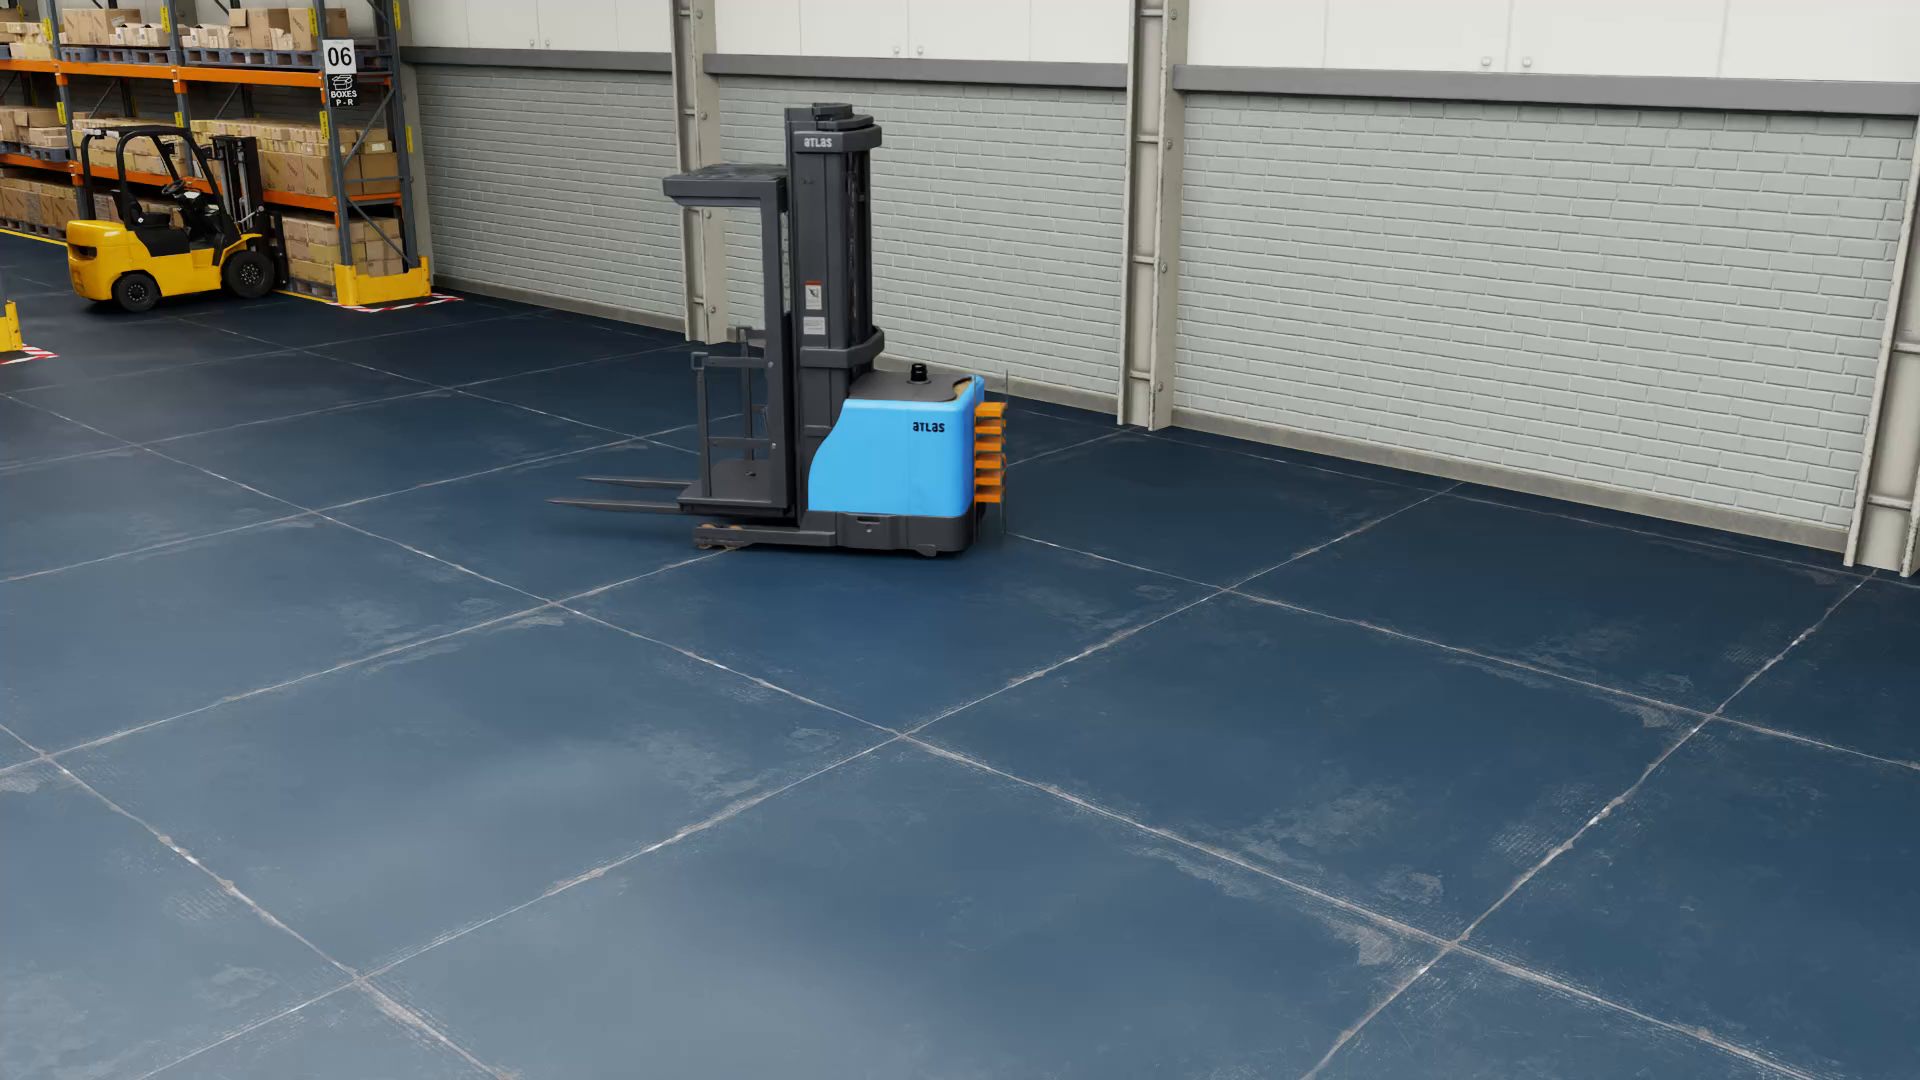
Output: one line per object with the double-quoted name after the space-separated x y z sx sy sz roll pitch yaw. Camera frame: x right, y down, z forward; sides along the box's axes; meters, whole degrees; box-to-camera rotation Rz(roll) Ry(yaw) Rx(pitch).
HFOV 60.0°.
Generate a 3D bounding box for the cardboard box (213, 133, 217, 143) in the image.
-9.919 -5.469 22.649 0.250 0.149 0.380 15 23 39 "cardboard box"

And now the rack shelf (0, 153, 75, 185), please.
-14.879 -6.196 27.364 4.000 0.370 1.077 15 23 39 "rack shelf"

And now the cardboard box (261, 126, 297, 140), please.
-8.829 -5.287 21.583 0.250 0.149 0.380 16 23 40 "cardboard box"

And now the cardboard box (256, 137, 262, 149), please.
-9.184 -5.252 21.964 0.250 0.149 0.380 14 23 38 "cardboard box"

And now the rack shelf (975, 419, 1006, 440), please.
0.210 -0.753 11.354 0.180 0.103 0.258 3 18 9 "rack shelf"

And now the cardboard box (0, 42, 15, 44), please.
-16.564 -8.606 28.568 0.500 0.250 0.500 14 23 38 "cardboard box"

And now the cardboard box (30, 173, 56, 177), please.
-15.708 -6.198 28.547 0.250 0.149 0.380 15 23 39 "cardboard box"

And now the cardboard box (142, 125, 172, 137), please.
-11.586 -5.907 24.029 0.250 0.149 0.380 14 23 38 "cardboard box"

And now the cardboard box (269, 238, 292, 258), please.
-8.739 -3.887 21.927 0.500 0.250 0.500 14 23 38 "cardboard box"

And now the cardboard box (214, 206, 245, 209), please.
-9.862 -4.427 22.800 0.500 0.250 0.500 15 23 39 "cardboard box"

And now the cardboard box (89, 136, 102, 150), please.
-12.840 -6.058 25.164 0.500 0.250 0.500 16 24 41 "cardboard box"

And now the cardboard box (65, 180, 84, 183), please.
-14.569 -5.878 27.539 0.250 0.149 0.380 15 23 40 "cardboard box"

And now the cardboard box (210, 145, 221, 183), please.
-9.832 -5.132 22.660 0.500 0.500 0.500 16 23 40 "cardboard box"

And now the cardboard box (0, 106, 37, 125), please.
-15.774 -6.936 27.649 0.500 0.500 0.700 15 23 40 "cardboard box"

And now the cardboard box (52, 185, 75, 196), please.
-14.313 -5.607 26.687 0.250 0.149 0.380 14 22 37 "cardboard box"

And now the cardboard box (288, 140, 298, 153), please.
-8.387 -5.056 21.348 0.250 0.149 0.380 15 23 39 "cardboard box"

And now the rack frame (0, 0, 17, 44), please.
-16.375 -9.799 27.613 0.127 3.000 1.000 15 23 39 "rack frame"

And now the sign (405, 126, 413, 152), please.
-7.027 -5.105 21.177 0.005 0.325 0.100 15 23 39 "sign"

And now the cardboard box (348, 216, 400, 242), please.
-7.633 -4.036 21.569 0.500 0.250 0.500 15 23 38 "cardboard box"

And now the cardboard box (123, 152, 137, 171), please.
-12.064 -5.612 24.586 0.500 0.250 0.500 16 24 41 "cardboard box"

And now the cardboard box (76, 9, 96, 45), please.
-12.559 -7.583 24.562 0.500 0.500 0.700 14 23 38 "cardboard box"

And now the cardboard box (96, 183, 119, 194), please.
-13.747 -5.689 26.946 0.250 0.149 0.380 16 24 41 "cardboard box"

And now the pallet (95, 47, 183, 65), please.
-11.978 -7.137 24.494 1.213 0.211 1.003 16 24 42 "pallet"

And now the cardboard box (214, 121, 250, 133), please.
-9.898 -5.620 22.632 0.250 0.149 0.380 14 23 38 "cardboard box"

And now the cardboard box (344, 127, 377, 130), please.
-7.666 -5.212 21.348 0.250 0.149 0.380 16 24 41 "cardboard box"

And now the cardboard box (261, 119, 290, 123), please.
-9.356 -5.691 22.854 0.250 0.149 0.380 14 23 38 "cardboard box"

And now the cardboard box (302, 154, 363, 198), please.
-7.942 -4.618 21.038 0.500 0.500 0.500 14 23 38 "cardboard box"

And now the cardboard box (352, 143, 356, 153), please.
-7.708 -5.049 21.326 0.250 0.149 0.380 15 23 39 "cardboard box"

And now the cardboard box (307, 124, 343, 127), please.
-8.409 -5.430 22.034 0.250 0.149 0.380 14 23 38 "cardboard box"

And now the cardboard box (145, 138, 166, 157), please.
-11.318 -5.643 23.855 0.500 0.250 0.500 14 23 38 "cardboard box"

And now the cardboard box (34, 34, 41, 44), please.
-14.169 -7.817 25.914 0.250 0.149 0.380 16 23 40 "cardboard box"

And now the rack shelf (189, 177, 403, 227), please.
-8.895 -4.589 22.303 4.000 0.370 1.077 15 23 39 "rack shelf"

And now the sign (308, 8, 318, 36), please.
-7.770 -6.225 19.975 0.005 0.325 0.100 15 23 39 "sign"

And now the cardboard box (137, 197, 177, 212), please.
-11.928 -4.812 25.048 0.625 0.625 0.875 14 22 37 "cardboard box"

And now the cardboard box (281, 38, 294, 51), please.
-8.221 -6.186 20.742 0.250 0.149 0.380 14 22 38 "cardboard box"

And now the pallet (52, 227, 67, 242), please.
-13.916 -4.966 26.911 1.213 0.211 1.003 15 23 39 "pallet"

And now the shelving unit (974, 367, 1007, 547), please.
0.210 -0.567 11.413 0.189 1.200 0.258 3 18 9 "shelving unit"

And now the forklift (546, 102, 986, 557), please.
-1.379 -1.480 11.429 3.031 2.935 1.130 3 18 9 "forklift"

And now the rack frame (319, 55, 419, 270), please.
-7.400 -4.531 20.929 0.127 3.000 1.000 15 23 39 "rack frame"

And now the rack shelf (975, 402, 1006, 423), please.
0.210 -0.868 11.318 0.180 0.103 0.258 3 18 9 "rack shelf"

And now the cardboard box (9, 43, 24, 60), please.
-14.679 -7.744 26.344 0.500 0.250 0.500 15 23 39 "cardboard box"

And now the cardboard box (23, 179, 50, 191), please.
-15.265 -5.878 27.539 0.250 0.149 0.380 16 24 41 "cardboard box"

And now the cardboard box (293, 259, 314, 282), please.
-8.326 -3.545 21.674 0.500 0.250 0.500 15 23 39 "cardboard box"

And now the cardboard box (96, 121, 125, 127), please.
-12.727 -6.214 24.996 0.250 0.149 0.380 15 23 40 "cardboard box"

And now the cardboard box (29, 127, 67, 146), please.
-14.387 -6.404 26.386 0.500 0.250 0.500 14 22 37 "cardboard box"

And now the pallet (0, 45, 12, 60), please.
-15.156 -7.926 26.979 1.003 0.211 1.213 15 23 39 "pallet"

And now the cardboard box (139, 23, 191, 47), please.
-11.094 -7.059 23.224 0.500 0.311 0.500 14 22 38 "cardboard box"

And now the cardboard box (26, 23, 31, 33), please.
-14.358 -8.008 26.025 0.250 0.149 0.380 15 23 38 "cardboard box"

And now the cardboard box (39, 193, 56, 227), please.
-14.603 -5.389 27.072 0.500 0.500 0.500 16 24 42 "cardboard box"

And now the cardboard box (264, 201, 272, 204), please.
-9.895 -4.645 23.487 0.500 0.250 0.500 16 23 40 "cardboard box"

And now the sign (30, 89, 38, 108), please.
-16.009 -7.618 28.743 0.005 0.325 0.100 15 23 39 "sign"

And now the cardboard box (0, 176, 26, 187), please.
-16.025 -6.088 28.200 0.250 0.149 0.380 14 23 38 "cardboard box"

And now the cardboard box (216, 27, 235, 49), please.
-9.483 -6.580 21.792 0.258 0.266 0.396 14 23 38 "cardboard box"

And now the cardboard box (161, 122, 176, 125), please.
-11.621 -6.126 24.719 0.250 0.149 0.380 15 23 40 "cardboard box"

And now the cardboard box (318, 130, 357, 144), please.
-7.807 -5.053 20.847 0.250 0.149 0.380 15 23 39 "cardboard box"

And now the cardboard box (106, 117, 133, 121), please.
-13.006 -6.474 25.815 0.250 0.149 0.380 16 24 41 "cardboard box"
